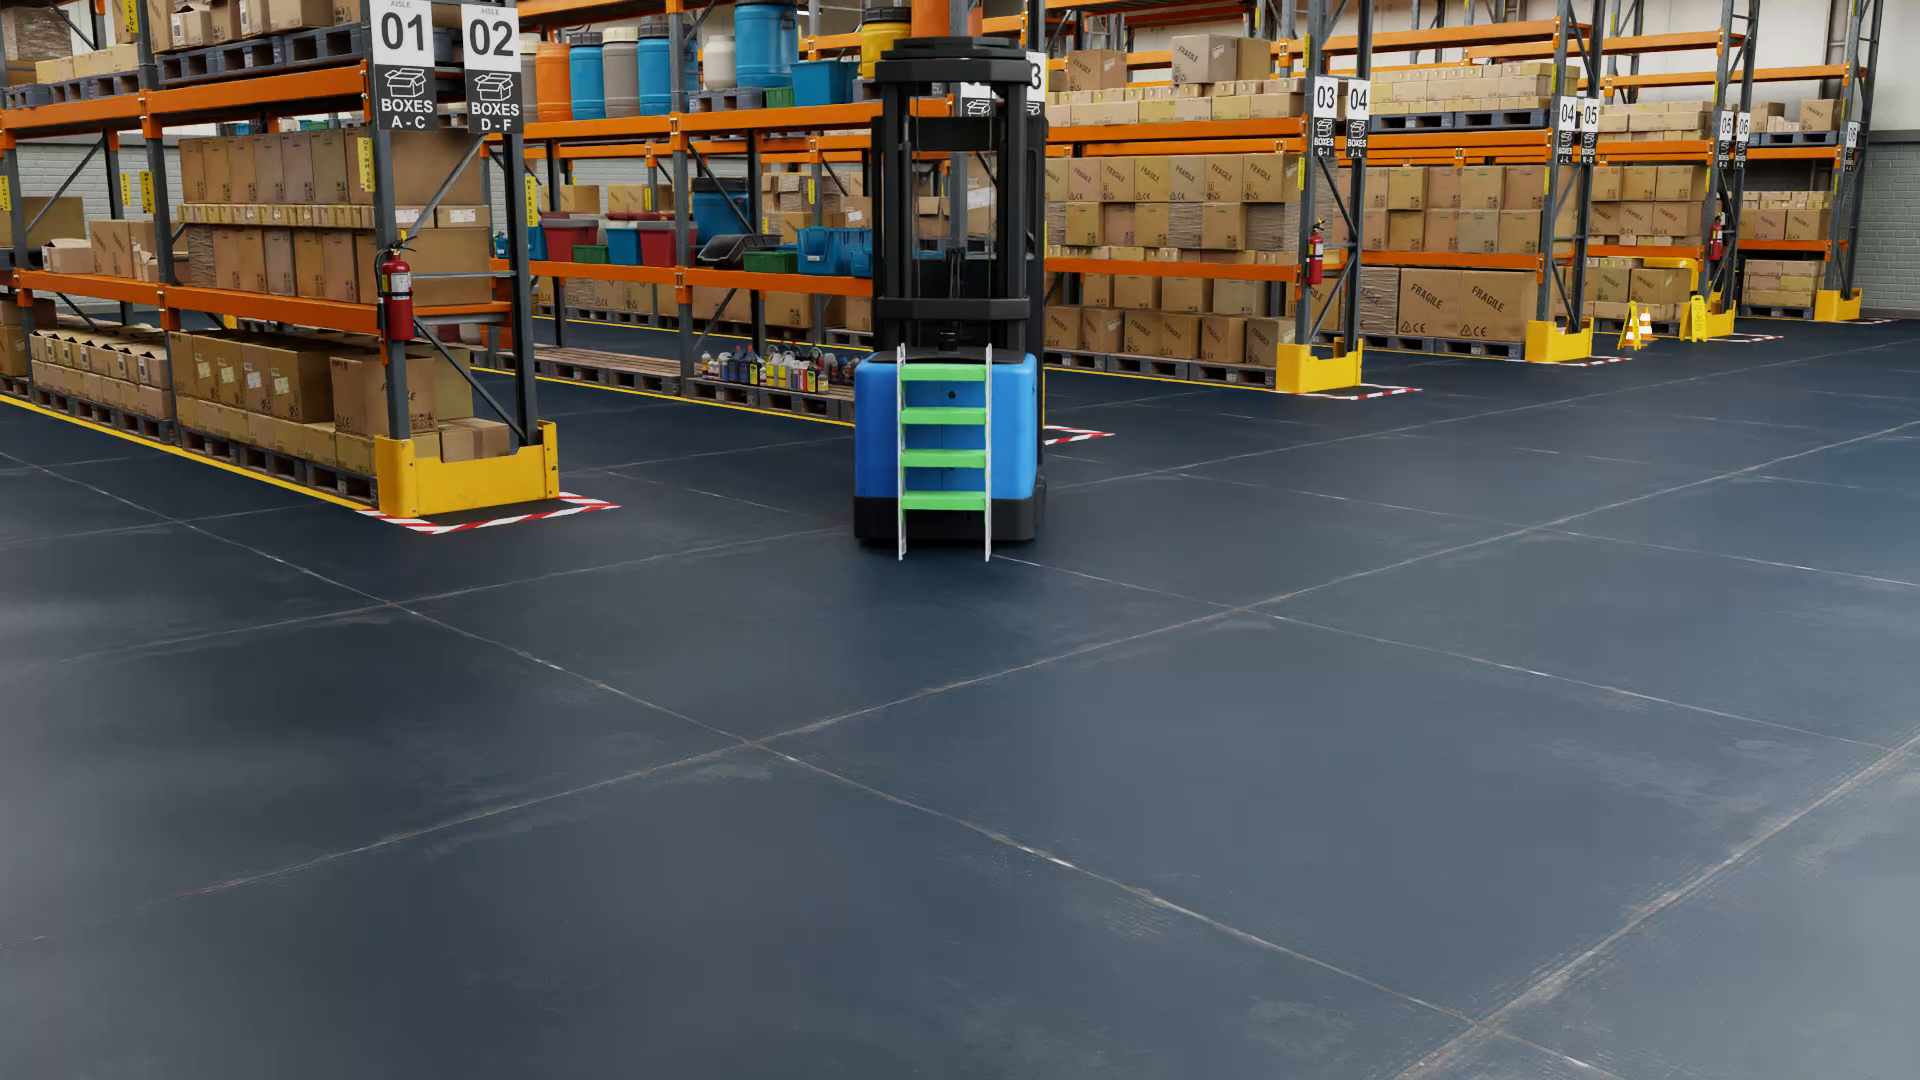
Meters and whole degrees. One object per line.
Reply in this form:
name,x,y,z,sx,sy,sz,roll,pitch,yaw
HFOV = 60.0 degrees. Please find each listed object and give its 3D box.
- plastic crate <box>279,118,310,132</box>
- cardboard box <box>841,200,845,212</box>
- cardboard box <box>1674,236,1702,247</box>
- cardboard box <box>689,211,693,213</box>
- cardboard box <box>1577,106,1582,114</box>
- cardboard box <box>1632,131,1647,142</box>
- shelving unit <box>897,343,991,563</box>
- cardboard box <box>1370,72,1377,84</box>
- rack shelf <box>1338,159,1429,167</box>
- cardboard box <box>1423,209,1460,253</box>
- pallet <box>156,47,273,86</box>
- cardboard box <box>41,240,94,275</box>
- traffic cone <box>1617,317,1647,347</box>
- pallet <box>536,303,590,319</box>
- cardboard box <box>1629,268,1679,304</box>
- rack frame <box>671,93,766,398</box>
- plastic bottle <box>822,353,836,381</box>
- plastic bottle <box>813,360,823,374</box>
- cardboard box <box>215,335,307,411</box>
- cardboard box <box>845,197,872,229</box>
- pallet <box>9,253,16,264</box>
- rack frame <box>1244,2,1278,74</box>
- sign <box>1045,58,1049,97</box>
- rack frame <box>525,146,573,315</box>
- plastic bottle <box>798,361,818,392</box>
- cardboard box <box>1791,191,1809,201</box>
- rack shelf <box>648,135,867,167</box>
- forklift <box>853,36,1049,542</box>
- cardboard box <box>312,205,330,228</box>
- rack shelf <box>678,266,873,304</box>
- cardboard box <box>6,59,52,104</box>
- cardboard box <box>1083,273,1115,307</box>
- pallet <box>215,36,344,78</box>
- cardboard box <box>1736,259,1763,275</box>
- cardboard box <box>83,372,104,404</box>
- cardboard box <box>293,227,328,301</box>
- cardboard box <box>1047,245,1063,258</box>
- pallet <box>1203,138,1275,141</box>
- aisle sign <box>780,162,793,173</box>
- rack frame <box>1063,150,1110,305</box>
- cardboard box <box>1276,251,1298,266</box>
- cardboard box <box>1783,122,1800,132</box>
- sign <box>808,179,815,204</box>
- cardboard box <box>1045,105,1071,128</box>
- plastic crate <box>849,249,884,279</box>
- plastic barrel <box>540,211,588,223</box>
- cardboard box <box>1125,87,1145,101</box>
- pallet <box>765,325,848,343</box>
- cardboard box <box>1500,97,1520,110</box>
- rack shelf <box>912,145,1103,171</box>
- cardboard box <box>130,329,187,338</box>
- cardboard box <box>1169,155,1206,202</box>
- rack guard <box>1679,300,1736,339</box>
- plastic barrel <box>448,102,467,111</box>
plastic crate,-9.424,-5.782,23.401,0.437,0.282,0.530,-11,16,-43
cardboard box,-1.968,-5.894,30.103,0.500,0.500,0.500,-11,16,-43
cardboard box,10.655,-4.375,24.335,0.380,0.149,0.250,-10,15,-41
cardboard box,-3.902,-4.717,25.126,0.500,0.500,0.500,-11,16,-42
cardboard box,9.420,-6.487,25.176,0.380,0.149,0.250,-10,16,-41
cardboard box,10.138,-5.954,24.565,0.380,0.149,0.250,-11,16,-42
shelving unit,-0.085,-0.489,9.314,0.503,1.200,0.258,1,12,4
cardboard box,5.506,-6.095,21.984,0.380,0.149,0.250,-11,16,-42
rack shelf,7.749,-7.742,34.403,1.077,0.370,4.000,-11,16,-43
cardboard box,6.577,-4.066,21.843,0.875,0.550,0.550,-11,16,-43
pallet,-5.422,-3.601,12.742,1.003,0.211,1.213,-11,16,-43
cardboard box,-8.314,-2.679,15.700,0.500,0.311,0.500,-11,16,-43
traffic cone,9.270,-2.909,22.886,0.336,0.463,0.334,-11,16,-43
pallet,-6.540,-3.956,28.588,1.003,0.211,1.213,-11,16,-43
cardboard box,10.326,-3.780,24.740,0.500,0.500,0.500,-11,16,-42
rack frame,-2.445,-2.986,16.970,1.000,3.000,0.127,-11,16,-43
plastic bottle,-1.326,-1.714,16.457,0.152,0.276,0.135,-11,16,-42
plastic bottle,-1.345,-1.549,15.640,0.061,0.283,0.133,-11,16,-43
cardboard box,-5.245,-1.265,12.533,0.500,0.500,0.500,-11,16,-43
cardboard box,-1.223,-4.441,22.746,0.500,0.500,0.500,9,15,38
pallet,-10.138,-3.069,17.850,1.003,0.211,1.213,-11,16,-43
rack frame,6.368,-9.855,35.444,1.000,3.000,0.127,-11,16,-43
sign,0.719,-3.951,14.202,0.100,0.325,0.005,-11,16,-43
rack frame,-7.149,-5.427,28.820,1.000,3.000,0.127,-11,16,-43
plastic bottle,-1.422,-1.531,15.568,0.152,0.276,0.135,-11,16,-42
cardboard box,14.062,-5.732,27.709,0.380,0.149,0.250,-11,16,-42
rack shelf,-3.006,-5.668,24.340,1.077,0.370,4.000,-11,16,-43
forklift,0.010,-1.672,10.765,1.130,2.935,3.031,1,12,4
cardboard box,-4.200,-2.220,11.400,0.380,0.149,0.250,-11,16,-42
rack shelf,-1.063,-2.341,15.626,1.077,0.370,4.000,-11,16,-43
cardboard box,-9.118,-4.457,16.429,0.910,0.500,0.500,-11,16,-43
cardboard box,2.388,-3.939,26.129,1.050,0.750,0.750,-11,16,-43
pallet,-4.584,-3.423,11.878,1.003,0.211,1.213,-11,16,-43
cardboard box,13.399,-4.684,28.507,0.500,0.250,0.500,-11,16,-42
cardboard box,-7.578,-1.398,15.038,0.500,0.250,0.500,-10,16,-41
cardboard box,-4.285,-1.980,11.842,0.700,0.500,0.500,-11,16,-42
cardboard box,1.232,-3.441,19.804,0.380,0.149,0.250,-11,16,-43
pallet,4.126,-5.855,23.936,1.217,0.209,0.805,11,16,43
aisle sign,-3.326,-7.429,32.096,0.394,0.787,0.004,-11,16,-43
rack frame,2.033,-4.936,26.437,1.000,3.000,0.127,-11,16,-43
cardboard box,3.554,-2.982,17.574,0.380,0.149,0.250,-11,16,-43
cardboard box,13.863,-6.845,27.601,0.250,0.149,0.380,11,16,44
sign,-2.024,-4.749,22.659,0.100,0.325,0.005,-11,16,-43
cardboard box,1.263,-4.970,19.540,0.500,0.250,0.500,11,16,43
plastic crate,-0.689,-2.456,14.767,0.499,0.251,0.408,-11,16,-43
plastic barrel,-4.667,-3.611,19.666,0.600,0.536,0.708,-11,16,-43
cardboard box,2.067,-4.991,18.655,0.380,0.149,0.250,-11,16,-44
pallet,-2.115,-3.019,24.044,1.003,0.211,1.213,-11,16,-43
cardboard box,6.909,-5.408,20.625,0.380,0.149,0.250,-11,16,-42
rack shelf,0.651,-6.345,27.623,1.077,0.370,4.000,-11,16,-43
cardboard box,-7.542,-1.822,15.707,0.500,0.311,0.500,-11,16,-43
cardboard box,2.649,-3.968,18.274,0.500,0.500,0.500,-11,16,-43
rack guard,11.015,-3.260,24.495,1.175,0.500,0.348,-11,16,-43
plastic barrel,-6.053,-5.313,20.133,0.301,0.262,0.301,0,12,0
